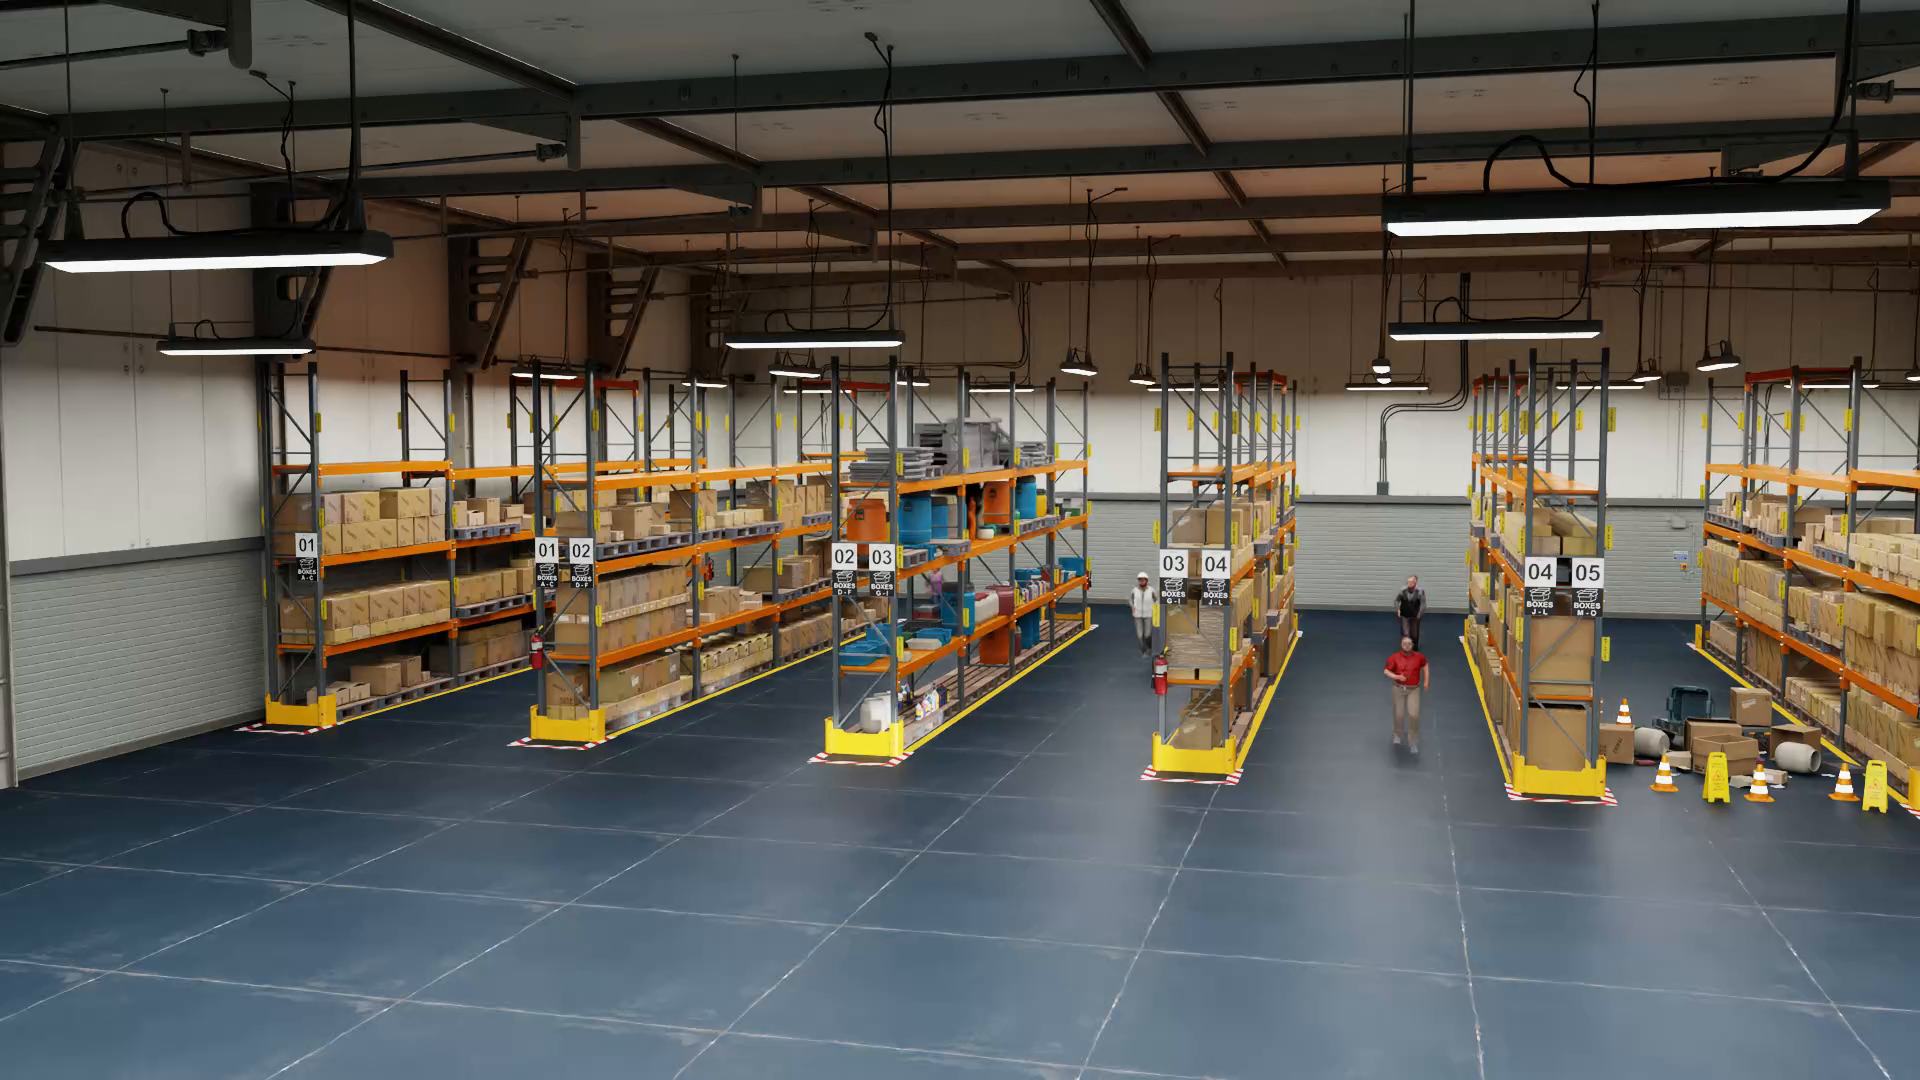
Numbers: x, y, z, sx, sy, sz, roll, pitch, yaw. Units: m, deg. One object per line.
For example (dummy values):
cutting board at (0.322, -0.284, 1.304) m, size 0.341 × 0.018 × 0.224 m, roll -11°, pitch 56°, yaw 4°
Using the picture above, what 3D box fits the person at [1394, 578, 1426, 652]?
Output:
person at (9.616, 1.654, 35.565) m, size 0.682 × 1.690 × 0.648 m, roll 1°, pitch 4°, yaw 18°

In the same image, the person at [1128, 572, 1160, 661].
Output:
person at (3.652, 1.532, 33.094) m, size 0.635 × 1.773 × 0.565 m, roll 1°, pitch 4°, yaw 13°

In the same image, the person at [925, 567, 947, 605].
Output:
person at (-0.584, 1.350, 40.884) m, size 0.546 × 1.572 × 0.614 m, roll 0°, pitch 4°, yaw -4°

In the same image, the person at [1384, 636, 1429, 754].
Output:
person at (6.823, 2.376, 25.418) m, size 0.683 × 1.821 × 0.783 m, roll 1°, pitch 4°, yaw 9°

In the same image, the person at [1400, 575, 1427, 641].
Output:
person at (10.114, 1.594, 37.212) m, size 0.620 × 1.635 × 0.743 m, roll 1°, pitch 4°, yaw 16°
